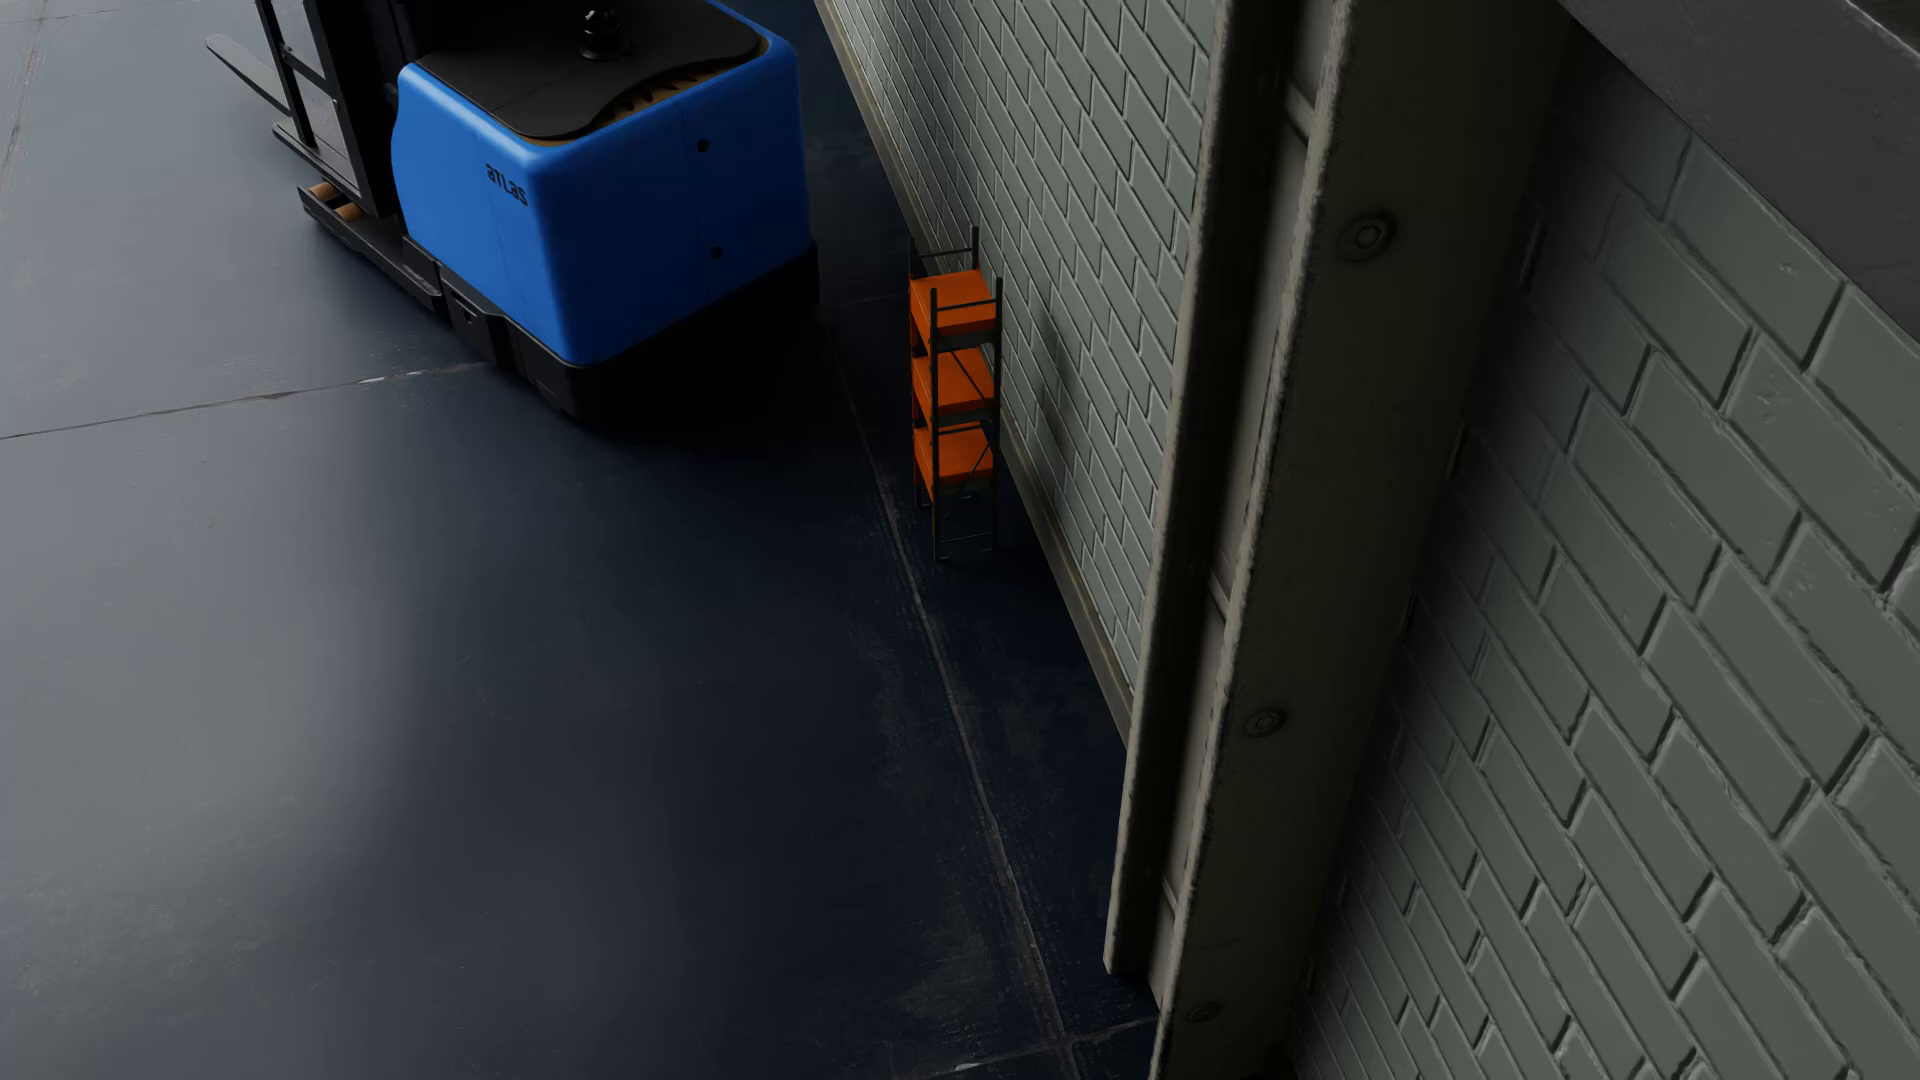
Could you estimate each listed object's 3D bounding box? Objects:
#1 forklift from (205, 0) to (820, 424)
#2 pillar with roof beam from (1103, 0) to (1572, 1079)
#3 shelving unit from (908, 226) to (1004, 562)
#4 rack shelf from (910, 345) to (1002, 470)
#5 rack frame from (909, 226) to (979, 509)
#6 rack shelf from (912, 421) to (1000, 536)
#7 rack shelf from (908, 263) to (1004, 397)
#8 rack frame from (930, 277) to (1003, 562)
[{"bbox_3d":[-1.890,-2.367,5.517,1.130,2.935,3.031,-35,55,-29],"label":"forklift"},{"bbox_3d":[-3.601,-1.199,0.124,9.100,9.000,0.400,-11,47,-10],"label":"pillar with roof beam"},{"bbox_3d":[-0.014,-0.404,4.911,0.215,1.050,0.252,-11,47,-10],"label":"shelving unit"},{"bbox_3d":[-0.014,-0.397,4.919,0.215,0.259,0.240,-11,47,-10],"label":"rack shelf"},{"bbox_3d":[-0.045,-0.489,4.994,0.200,1.050,0.008,-11,47,-10],"label":"rack frame"},{"bbox_3d":[-0.014,-0.202,5.117,0.215,0.259,0.240,-11,47,-10],"label":"rack shelf"},{"bbox_3d":[-0.014,-0.596,4.716,0.215,0.259,0.240,-11,47,-10],"label":"rack shelf"},{"bbox_3d":[0.017,-0.320,4.829,0.200,1.050,0.008,-11,47,-10],"label":"rack frame"}]
